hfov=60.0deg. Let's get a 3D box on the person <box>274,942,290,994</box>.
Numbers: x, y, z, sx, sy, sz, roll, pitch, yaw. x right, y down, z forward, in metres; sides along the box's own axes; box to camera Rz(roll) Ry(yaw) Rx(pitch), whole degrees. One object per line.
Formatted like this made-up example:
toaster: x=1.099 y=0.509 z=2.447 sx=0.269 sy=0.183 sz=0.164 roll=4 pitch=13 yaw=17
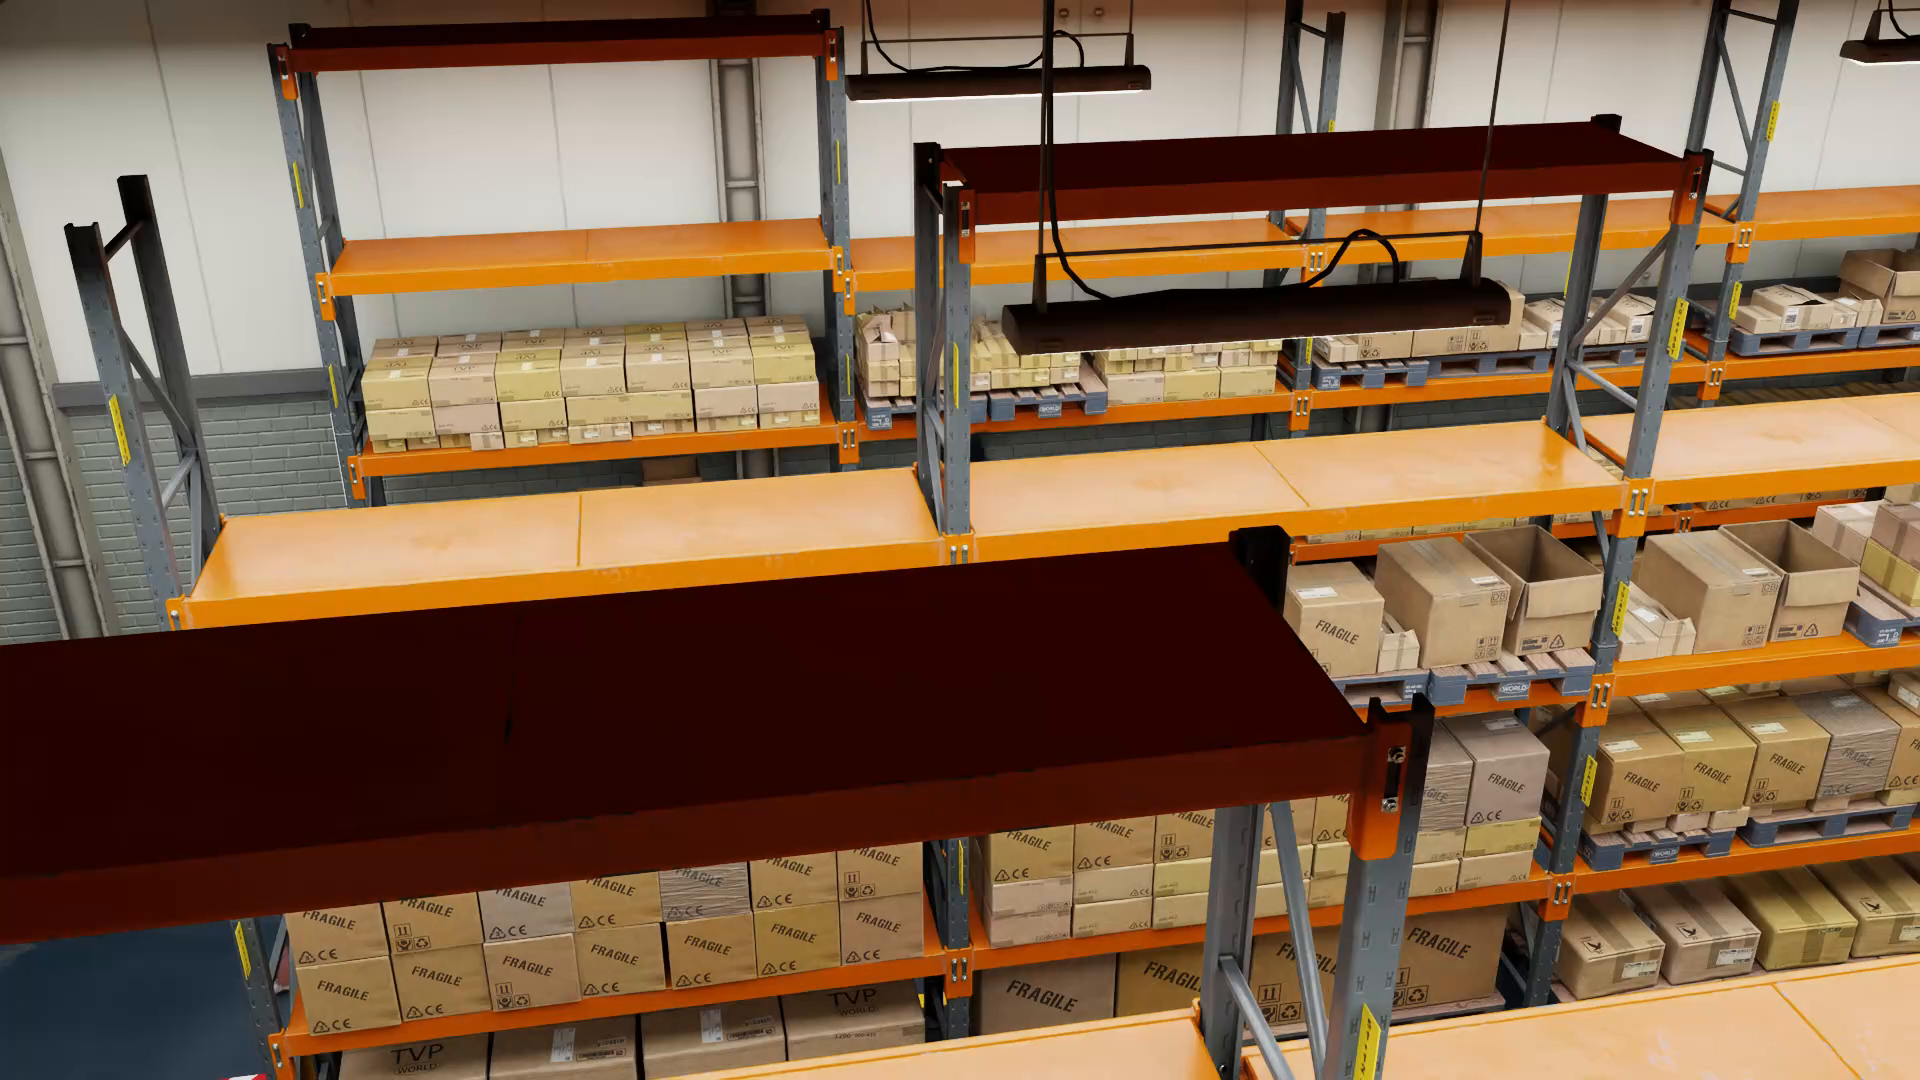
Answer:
person: x=-4.437 y=2.426 z=11.359 sx=0.949 sy=1.642 sz=0.638 roll=-11 pitch=28 yaw=-22
